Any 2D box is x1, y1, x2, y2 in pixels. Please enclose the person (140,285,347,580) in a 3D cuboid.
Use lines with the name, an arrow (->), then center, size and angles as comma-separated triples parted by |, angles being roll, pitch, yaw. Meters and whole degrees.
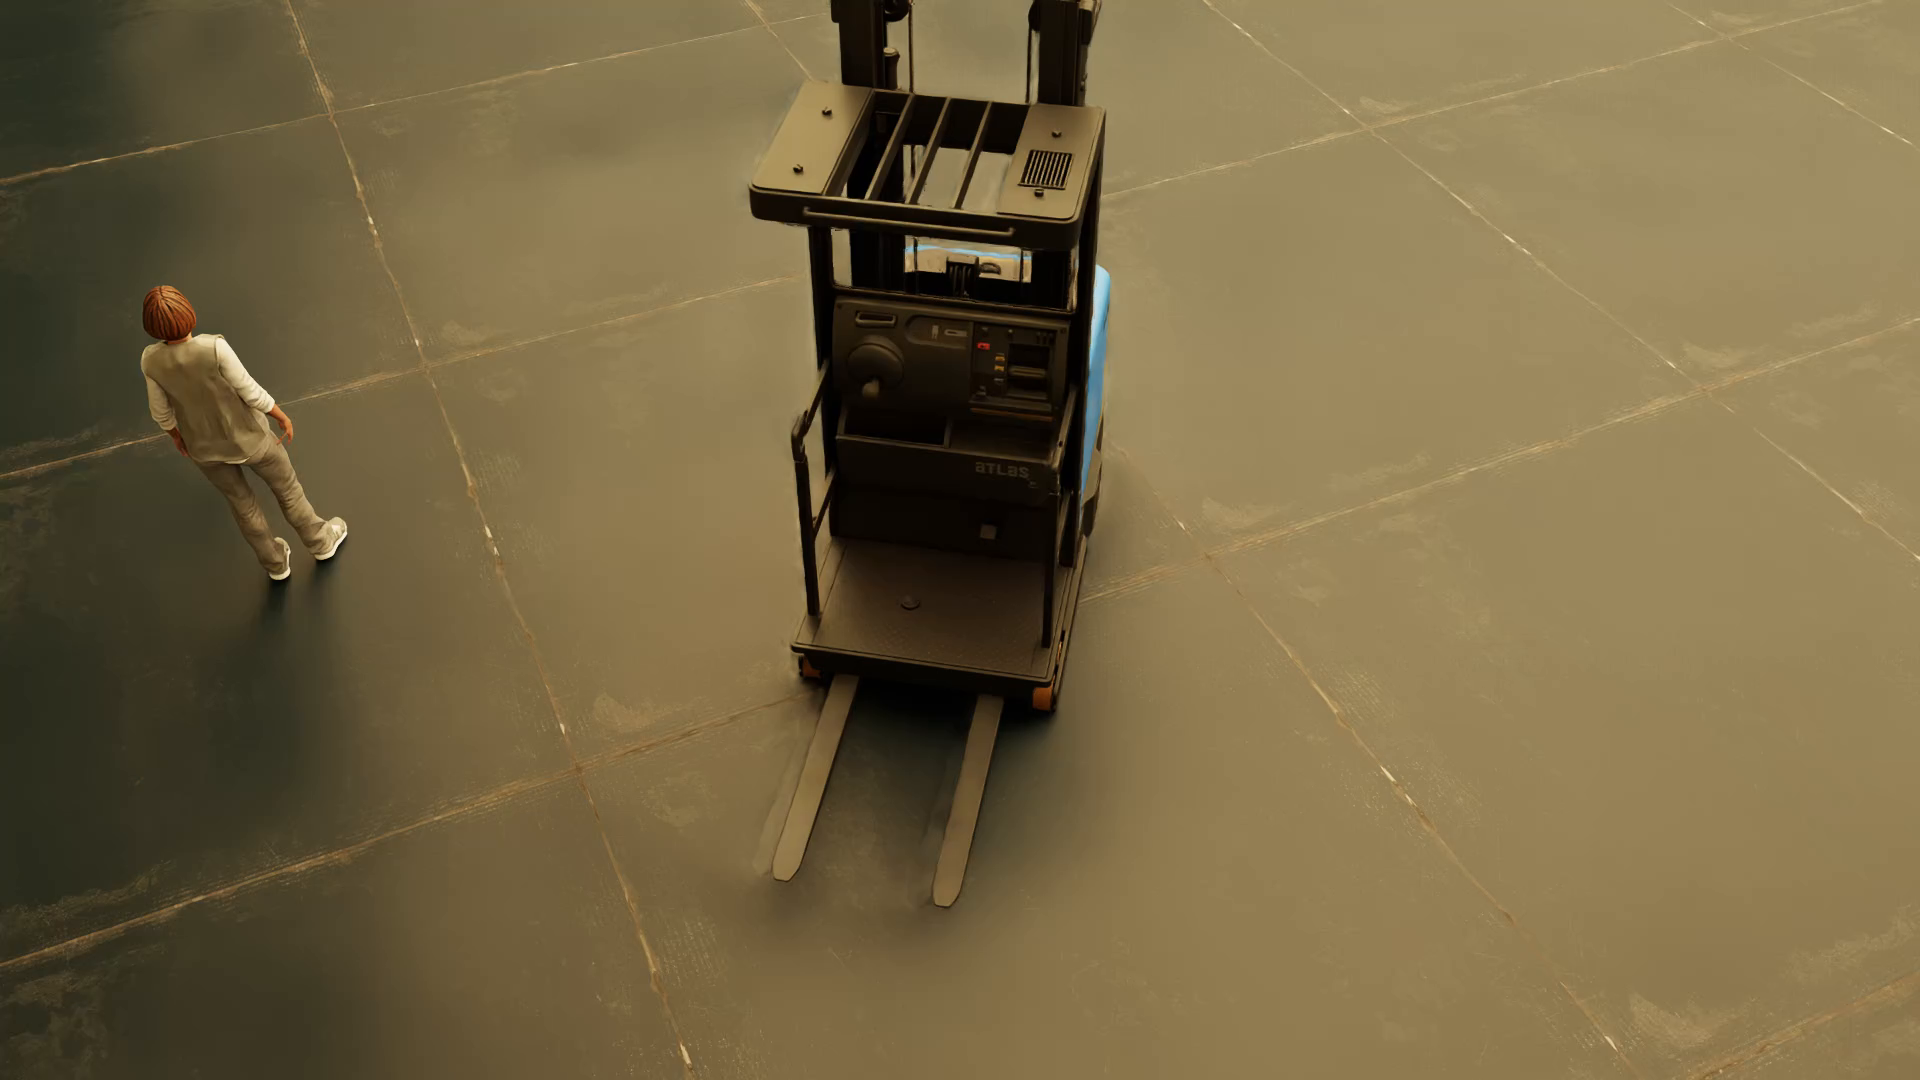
person -> -3.123, -0.478, 7.163 | 0.518, 1.594, 0.476 | -5, 43, -6

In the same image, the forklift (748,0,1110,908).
forklift -> -0.080, -0.624, 6.349 | 1.130, 2.935, 3.031 | 7, 44, 8
